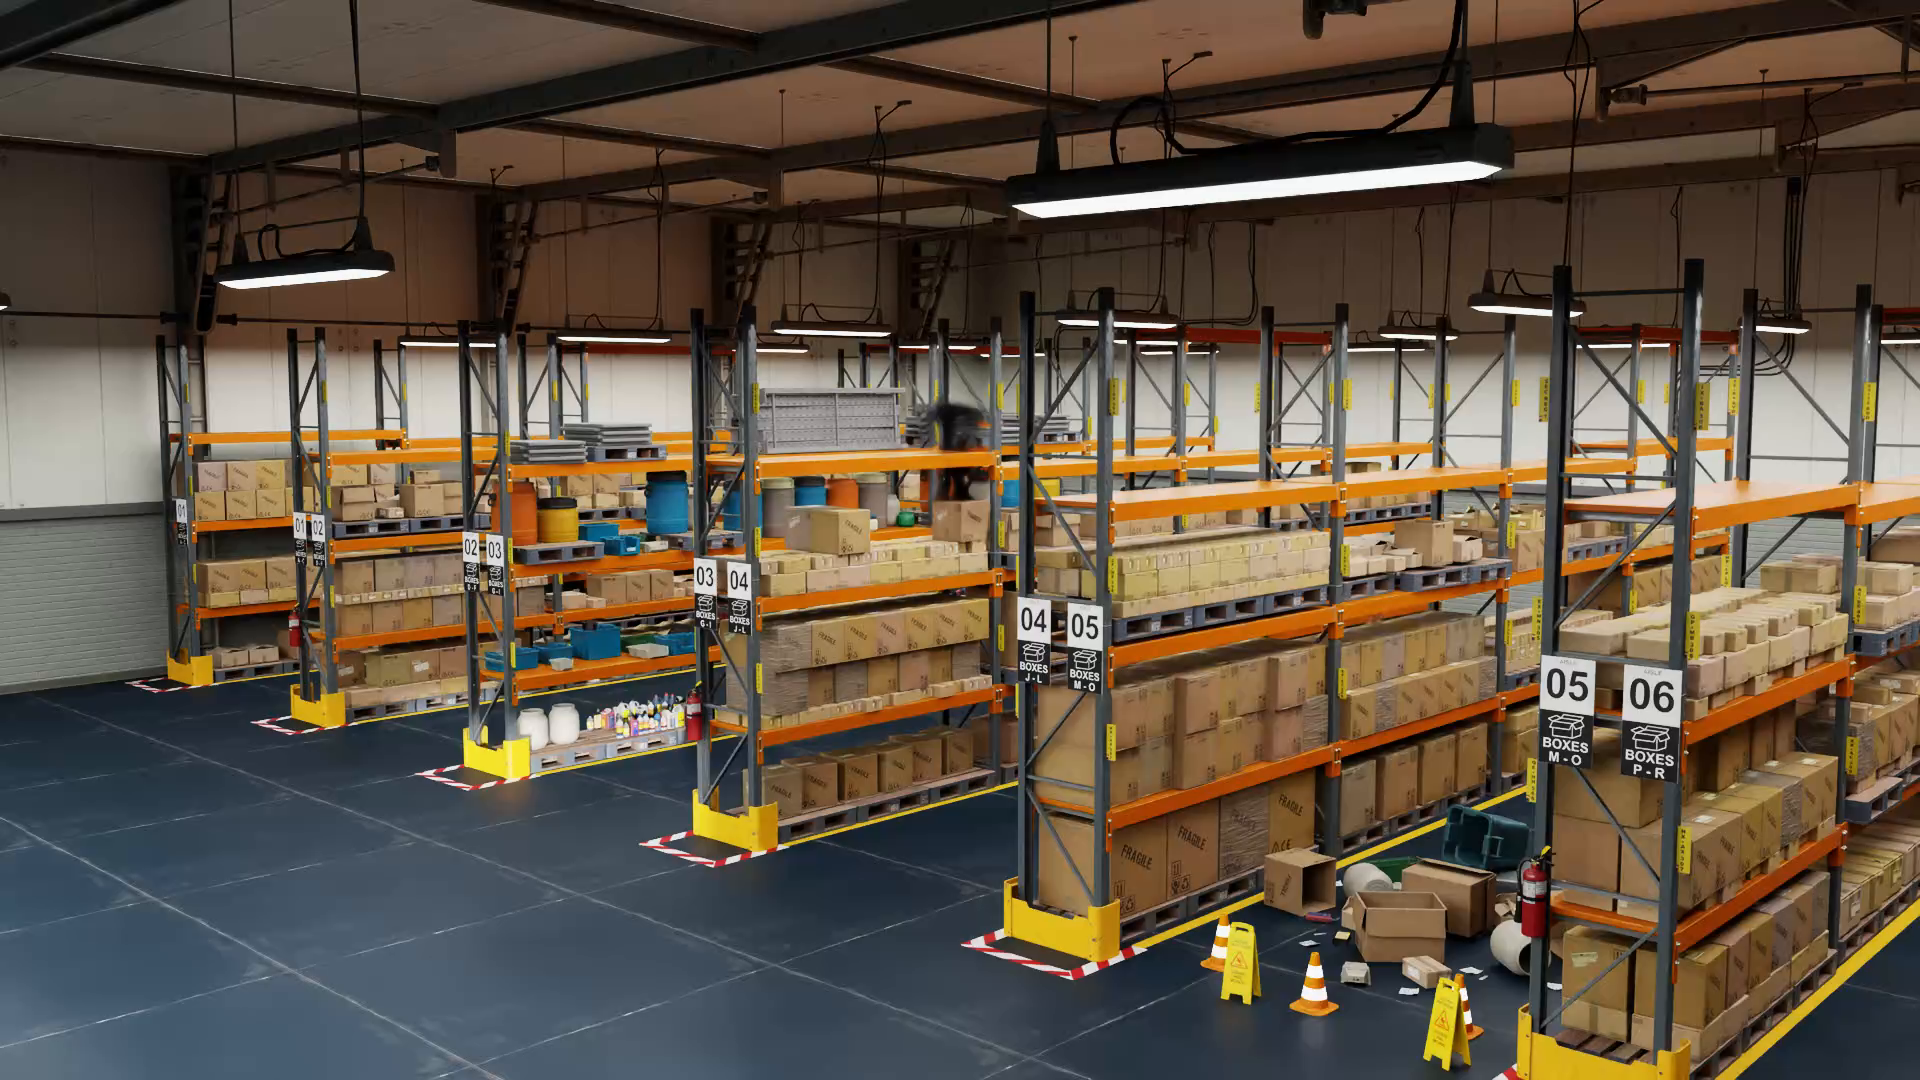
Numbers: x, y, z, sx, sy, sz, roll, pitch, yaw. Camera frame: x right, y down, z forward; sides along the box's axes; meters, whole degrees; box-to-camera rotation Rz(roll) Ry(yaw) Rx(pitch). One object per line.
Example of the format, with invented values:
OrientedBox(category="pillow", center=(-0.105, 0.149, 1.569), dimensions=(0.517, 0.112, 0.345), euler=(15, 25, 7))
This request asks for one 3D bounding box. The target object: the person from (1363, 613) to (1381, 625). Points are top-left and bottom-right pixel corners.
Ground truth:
OrientedBox(category="person", center=(6.518, 1.874, 25.783), dimensions=(0.694, 1.752, 1.000), euler=(4, 7, 38))
